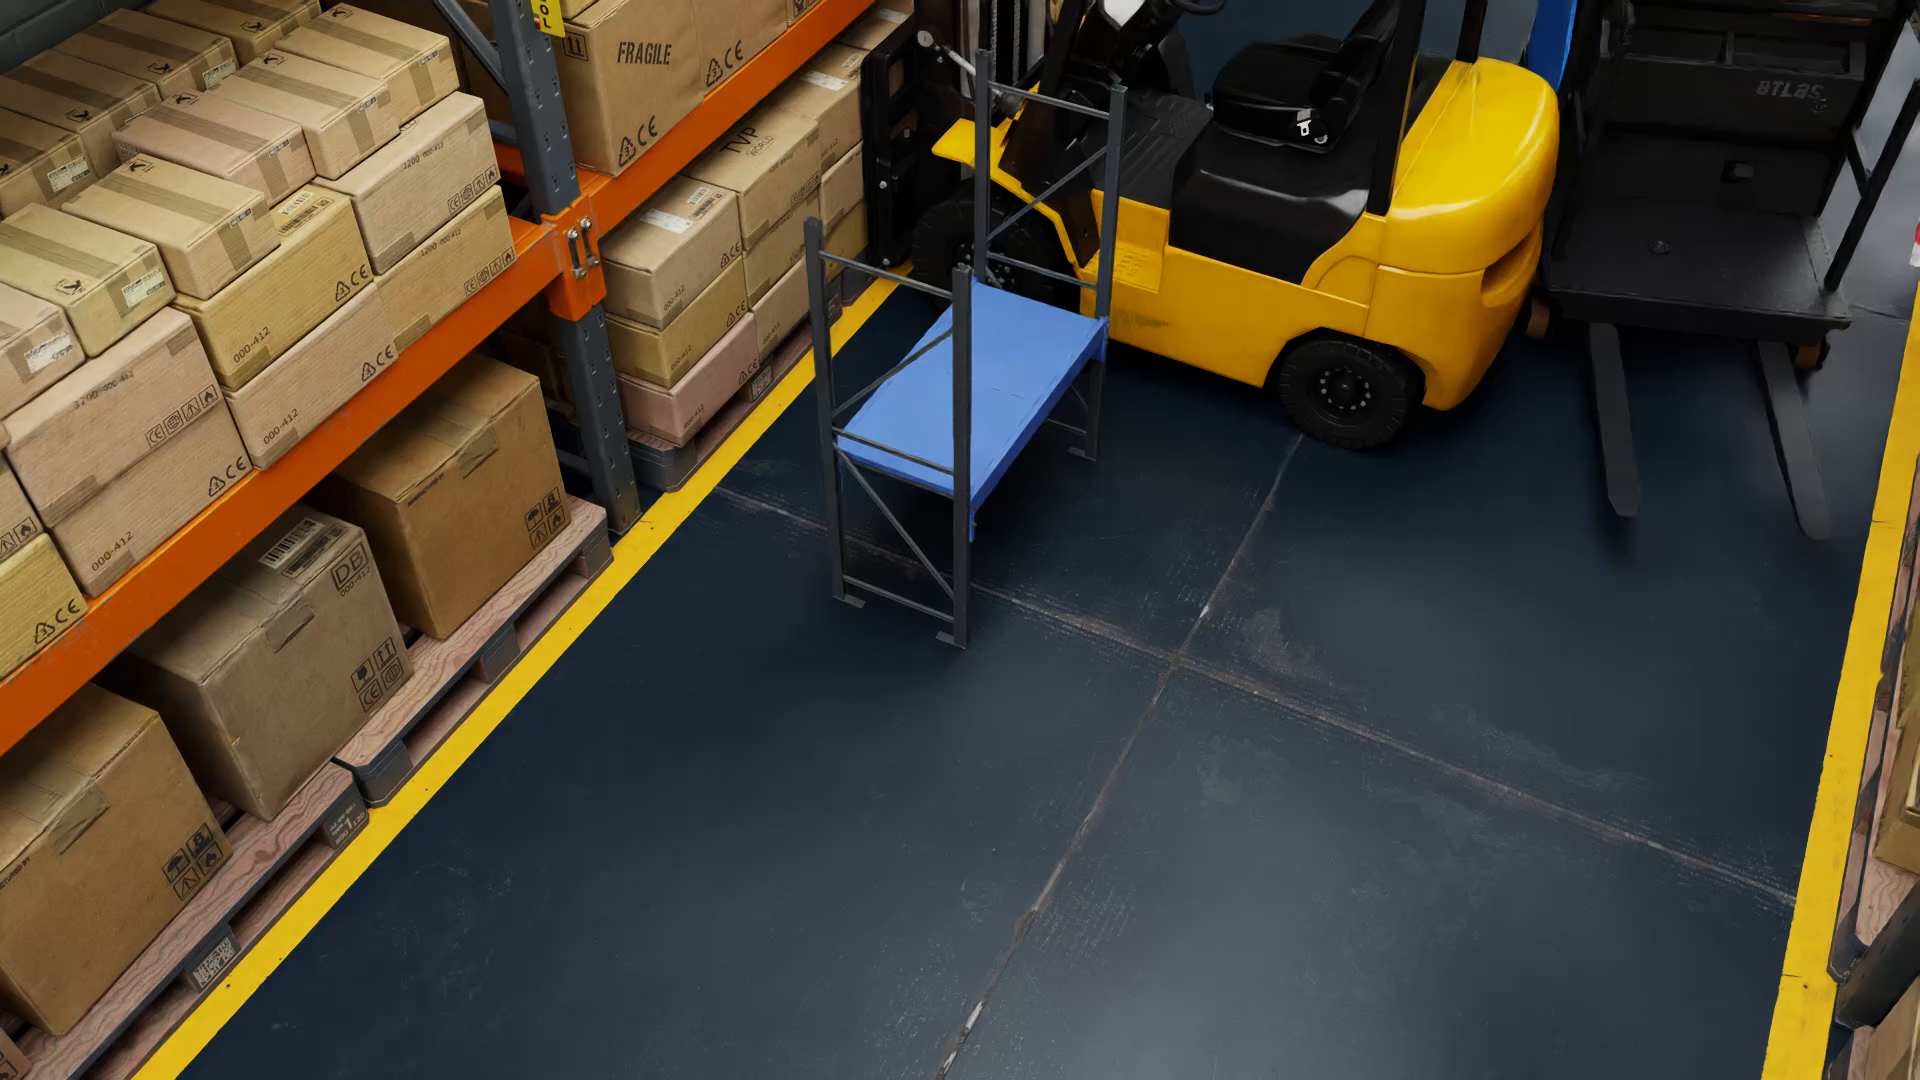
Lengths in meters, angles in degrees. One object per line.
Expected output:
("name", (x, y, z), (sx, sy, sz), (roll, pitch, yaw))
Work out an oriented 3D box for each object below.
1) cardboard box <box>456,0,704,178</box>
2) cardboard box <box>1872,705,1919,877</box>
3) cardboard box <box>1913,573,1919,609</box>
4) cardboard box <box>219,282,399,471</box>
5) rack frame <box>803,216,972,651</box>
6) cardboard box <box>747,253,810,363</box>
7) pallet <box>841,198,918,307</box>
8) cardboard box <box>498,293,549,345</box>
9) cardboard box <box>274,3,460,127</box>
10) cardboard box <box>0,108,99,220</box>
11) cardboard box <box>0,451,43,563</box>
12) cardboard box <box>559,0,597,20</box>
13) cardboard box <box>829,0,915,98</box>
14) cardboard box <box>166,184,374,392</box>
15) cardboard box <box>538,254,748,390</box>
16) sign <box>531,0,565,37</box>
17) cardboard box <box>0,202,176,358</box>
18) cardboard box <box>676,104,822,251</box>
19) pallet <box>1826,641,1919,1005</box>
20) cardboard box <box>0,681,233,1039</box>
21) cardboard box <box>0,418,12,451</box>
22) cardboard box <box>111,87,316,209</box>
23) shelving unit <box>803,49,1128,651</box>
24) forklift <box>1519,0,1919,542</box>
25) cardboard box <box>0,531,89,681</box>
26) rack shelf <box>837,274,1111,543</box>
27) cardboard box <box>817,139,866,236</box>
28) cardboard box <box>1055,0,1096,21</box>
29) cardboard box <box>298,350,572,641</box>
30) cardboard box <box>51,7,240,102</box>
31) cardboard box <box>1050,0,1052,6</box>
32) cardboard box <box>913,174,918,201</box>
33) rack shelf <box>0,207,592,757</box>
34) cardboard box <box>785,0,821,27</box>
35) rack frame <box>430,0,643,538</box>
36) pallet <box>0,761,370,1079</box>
("cardboard box", (-1.146, -1.494, 5.047), (0.500, 0.500, 0.500), (19, 48, 18))
("cardboard box", (2.851, 0.729, 4.559), (0.500, 0.250, 0.500), (23, 50, 21))
("cardboard box", (3.330, 0.071, 5.209), (0.500, 0.250, 0.500), (21, 49, 20))
("cardboard box", (-1.814, -0.491, 4.231), (0.500, 0.250, 0.500), (20, 49, 19))
("rack frame", (-0.196, -0.261, 4.953), (0.500, 1.500, 0.032), (20, 49, 19))
("cardboard box", (-0.844, -0.967, 6.235), (0.500, 0.250, 0.500), (19, 48, 18))
("pallet", (-0.612, -1.544, 7.128), (1.003, 0.211, 1.213), (20, 49, 19))
("cardboard box", (-1.539, -0.997, 5.913), (0.500, 0.250, 0.500), (19, 48, 18))
("cardboard box", (-1.545, -1.240, 4.341), (0.380, 0.149, 0.250), (22, 49, 20))
("cardboard box", (-2.325, -0.902, 4.006), (0.380, 0.149, 0.250), (20, 49, 19))
("cardboard box", (-2.311, -0.037, 3.431), (0.500, 0.250, 0.500), (21, 49, 20))
("cardboard box", (-1.203, -1.643, 4.738), (0.380, 0.149, 0.250), (20, 49, 18))
("cardboard box", (-0.363, -1.963, 6.517), (0.500, 0.250, 0.500), (20, 49, 18))
("cardboard box", (-1.817, -0.668, 4.056), (0.500, 0.250, 0.500), (19, 48, 18))
("cardboard box", (-1.086, -0.825, 5.743), (0.500, 0.250, 0.500), (20, 49, 19))
("sign", (-1.098, -1.472, 4.337), (0.100, 0.325, 0.005), (20, 49, 19))
("cardboard box", (-1.991, -0.581, 3.689), (0.380, 0.149, 0.250), (19, 48, 18))
("cardboard box", (-0.835, -1.318, 5.879), (0.500, 0.250, 0.500), (21, 49, 19))
("pallet", (3.095, 0.916, 4.696), (1.003, 0.211, 1.213), (20, 49, 19))
("cardboard box", (-2.530, 0.714, 4.309), (0.875, 0.625, 0.625), (19, 48, 17))
("cardboard box", (-2.167, -0.233, 3.345), (0.380, 0.149, 0.250), (19, 48, 18))
("cardboard box", (-1.809, -0.935, 4.039), (0.380, 0.149, 0.250), (20, 49, 19))
("shelving unit", (0.040, -0.581, 5.270), (0.538, 1.500, 1.048), (20, 49, 19))
("forklift", (2.793, -1.971, 5.637), (1.130, 2.935, 3.031), (8, 46, 8))
("cardboard box", (-2.305, 0.140, 3.608), (0.500, 0.250, 0.500), (22, 49, 20))
("rack shelf", (0.040, -0.455, 5.398), (0.538, 0.185, 1.000), (20, 49, 19))
("cardboard box", (-0.610, -1.456, 6.367), (0.500, 0.250, 0.500), (20, 49, 19))
("cardboard box", (0.335, -2.566, 7.815), (0.500, 0.250, 0.500), (21, 49, 19))
("cardboard box", (-1.816, -0.246, 5.259), (0.875, 0.625, 0.625), (23, 50, 21))
("cardboard box", (-2.108, -1.227, 4.327), (0.380, 0.149, 0.250), (19, 48, 18))
("cardboard box", (0.082, -2.420, 7.319), (0.500, 0.250, 0.500), (20, 49, 19))
("cardboard box", (-0.366, -1.609, 6.870), (0.500, 0.250, 0.500), (22, 49, 20))
("rack shelf", (-2.512, 0.247, 3.903), (1.077, 0.370, 4.000), (20, 49, 19))
("cardboard box", (-0.685, -2.147, 5.693), (0.500, 0.500, 0.500), (20, 49, 19))
("rack frame", (-1.584, -1.266, 4.892), (1.000, 3.000, 0.127), (20, 49, 19))
("pallet", (-2.456, 0.963, 4.650), (1.003, 0.211, 1.213), (20, 49, 19))
